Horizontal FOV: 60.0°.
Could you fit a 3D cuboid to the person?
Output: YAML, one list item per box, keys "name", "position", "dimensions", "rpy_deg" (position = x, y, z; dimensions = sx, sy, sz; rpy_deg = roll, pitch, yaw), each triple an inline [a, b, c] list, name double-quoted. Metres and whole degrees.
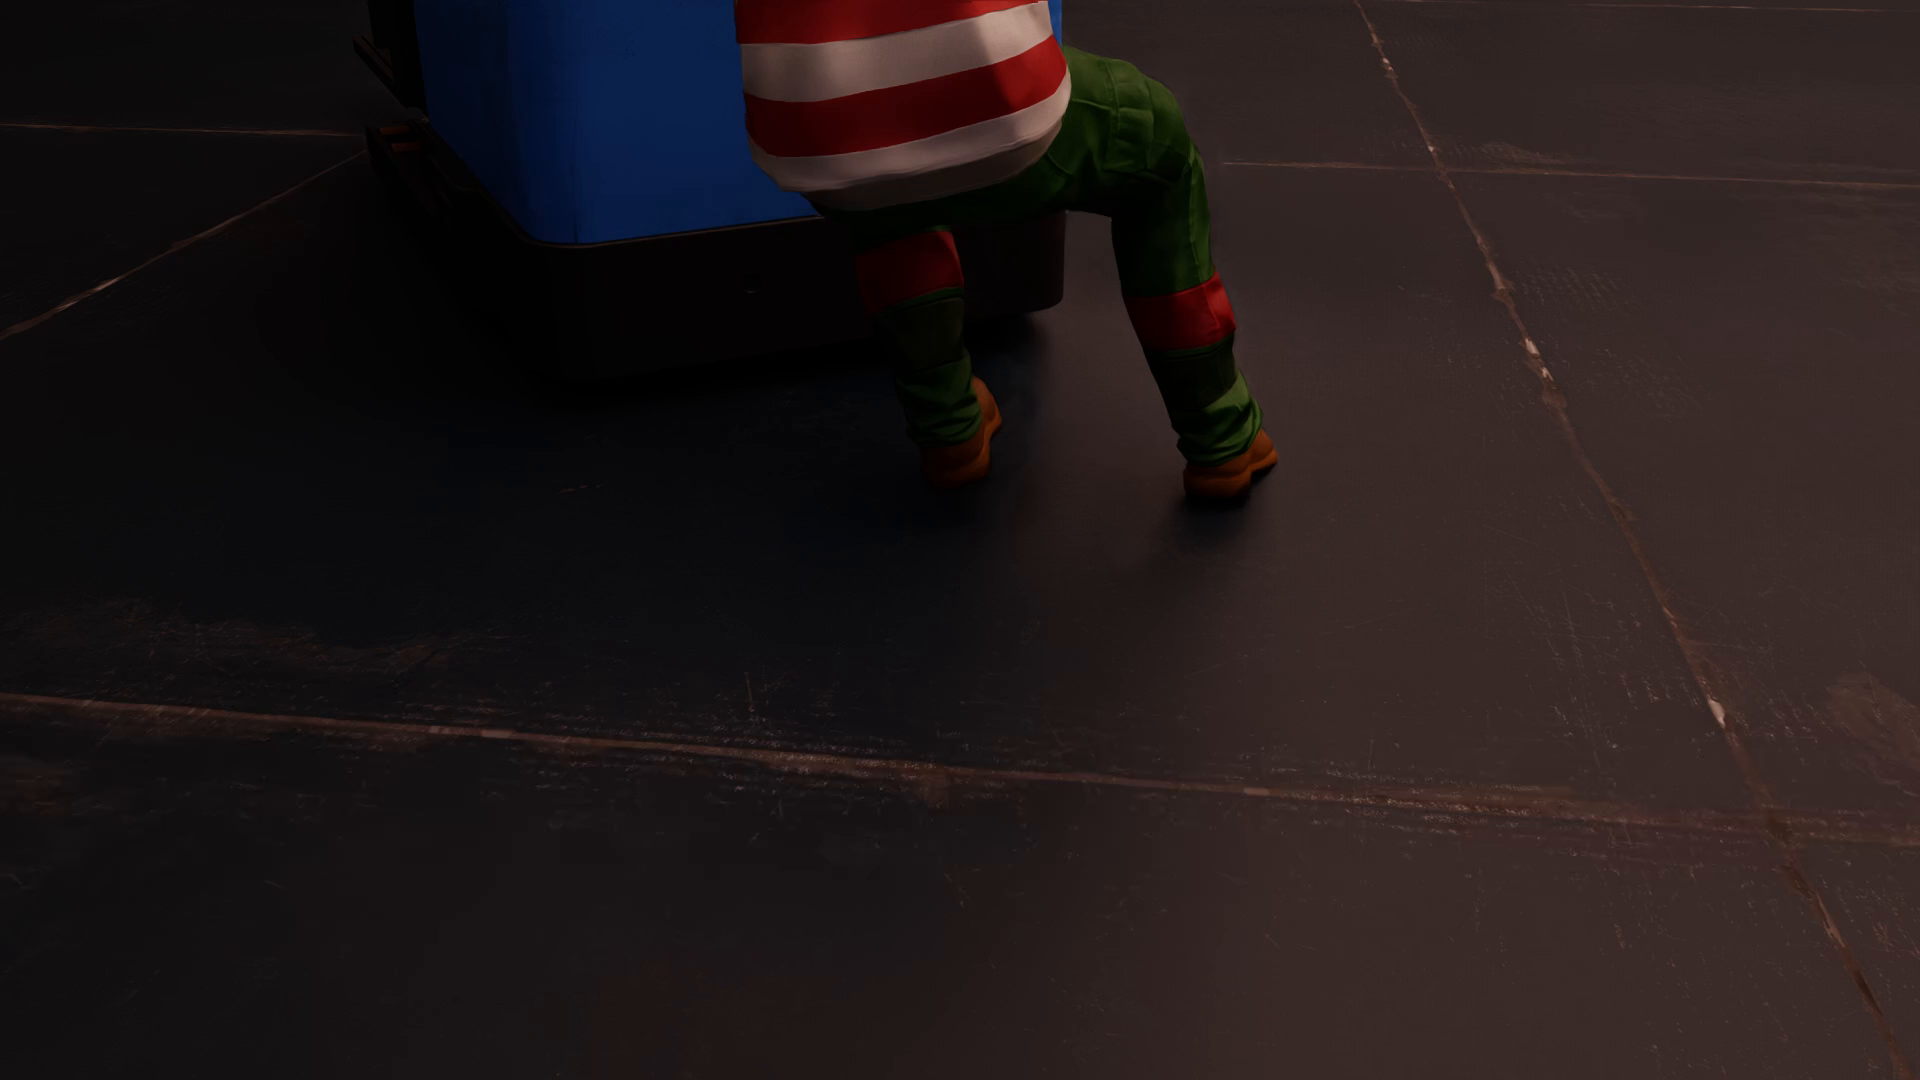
- name: "person"
  position: [-0.207, -0.676, 2.247]
  dimensions: [1.489, 1.455, 0.756]
  rpy_deg: [-1, 27, -3]

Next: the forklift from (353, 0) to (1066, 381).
- name: "forklift"
  position: [-0.889, -2.218, 3.663]
  dimensions: [1.130, 2.935, 3.031]
  rpy_deg: [-12, 29, -23]
